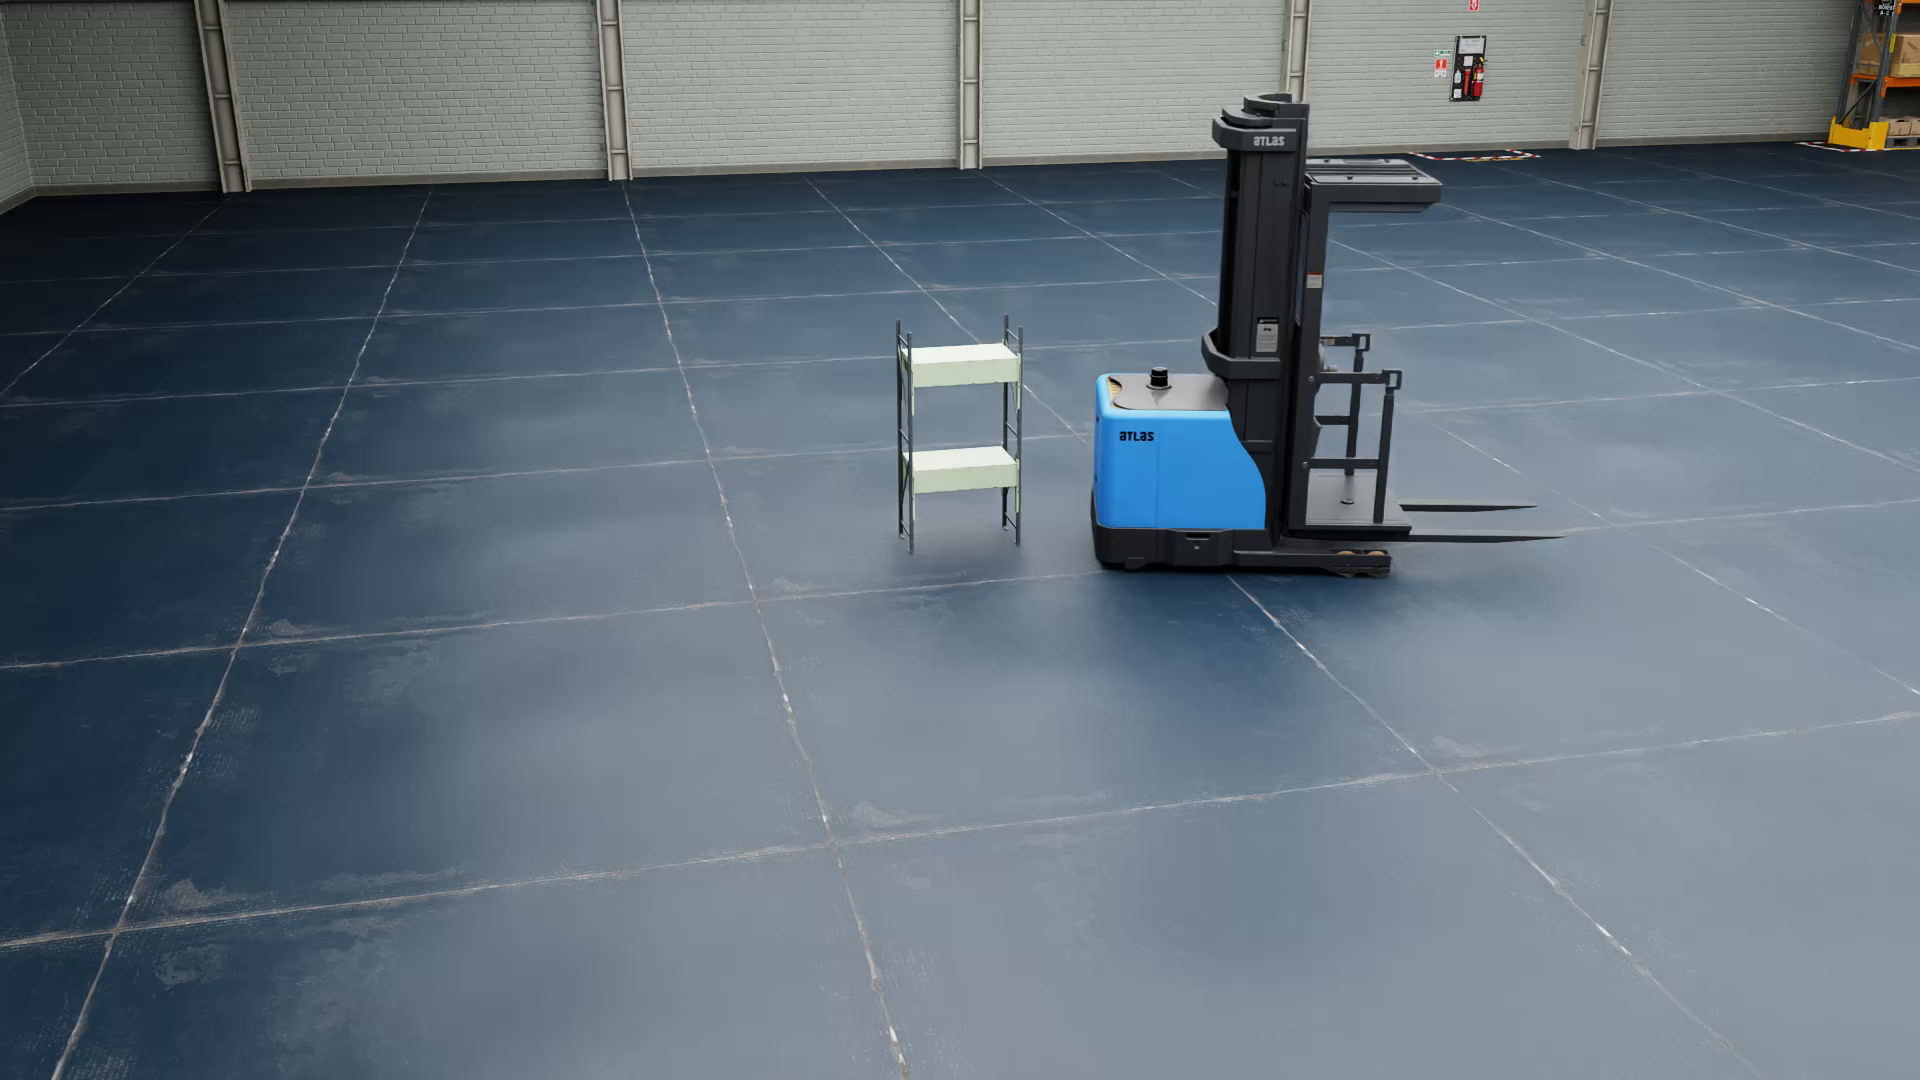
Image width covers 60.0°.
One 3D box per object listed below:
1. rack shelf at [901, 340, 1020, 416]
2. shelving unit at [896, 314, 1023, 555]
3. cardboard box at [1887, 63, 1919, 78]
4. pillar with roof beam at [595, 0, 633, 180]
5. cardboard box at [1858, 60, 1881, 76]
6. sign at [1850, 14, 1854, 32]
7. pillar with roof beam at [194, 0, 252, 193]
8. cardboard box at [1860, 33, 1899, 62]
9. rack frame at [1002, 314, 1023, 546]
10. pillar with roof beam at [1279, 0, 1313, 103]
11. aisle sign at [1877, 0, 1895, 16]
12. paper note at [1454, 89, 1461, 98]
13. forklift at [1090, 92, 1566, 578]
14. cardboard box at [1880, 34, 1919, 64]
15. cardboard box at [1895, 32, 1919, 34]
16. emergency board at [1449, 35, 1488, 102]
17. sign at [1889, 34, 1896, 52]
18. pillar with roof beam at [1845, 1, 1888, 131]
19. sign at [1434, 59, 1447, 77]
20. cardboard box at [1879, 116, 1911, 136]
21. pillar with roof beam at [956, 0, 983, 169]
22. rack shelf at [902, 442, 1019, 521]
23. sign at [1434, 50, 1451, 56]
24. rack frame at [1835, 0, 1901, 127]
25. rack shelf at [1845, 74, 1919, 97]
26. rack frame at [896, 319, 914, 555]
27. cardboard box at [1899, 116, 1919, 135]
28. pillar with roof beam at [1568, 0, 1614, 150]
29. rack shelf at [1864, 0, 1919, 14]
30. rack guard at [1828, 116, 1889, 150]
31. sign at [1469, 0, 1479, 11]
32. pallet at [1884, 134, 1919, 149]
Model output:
[{"bbox_3d":[-0.006,-1.070,10.921,0.720,0.370,0.431,-5,21,-12],"label":"rack shelf"},{"bbox_3d":[-0.006,-0.704,11.055,0.755,1.500,0.431,-5,21,-12],"label":"shelving unit"},{"bbox_3d":[17.743,-8.876,31.372,0.500,0.250,0.500,-5,21,-14],"label":"cardboard box"},{"bbox_3d":[-4.688,-8.826,22.325,0.400,9.000,9.100,-5,21,-12],"label":"pillar with roof beam"},{"bbox_3d":[17.605,-9.045,31.835,0.500,0.250,0.500,-4,21,-12],"label":"cardboard box"},{"bbox_3d":[17.087,-9.884,31.793,0.005,0.325,0.100,-5,21,-12],"label":"sign"},{"bbox_3d":[-10.527,-8.351,21.029,0.400,9.000,9.100,-5,21,-12],"label":"pillar with roof beam"},{"bbox_3d":[17.605,-9.404,31.724,0.500,0.500,0.500,-5,21,-13],"label":"cardboard box"},{"bbox_3d":[0.350,-0.733,11.134,0.023,1.500,0.400,-5,21,-12],"label":"rack frame"},{"bbox_3d":[6.990,-9.775,24.918,0.400,9.000,9.100,-5,21,-12],"label":"pillar with roof beam"},{"bbox_3d":[17.194,-10.119,30.798,0.004,0.787,0.394,-5,21,-12],"label":"aisle sign"},{"bbox_3d":[9.237,-8.287,30.857,0.142,0.148,0.016,-5,21,-12],"label":"paper note"},{"bbox_3d":[2.409,-1.323,10.665,3.031,2.935,1.130,1,20,2],"label":"forklift"},{"bbox_3d":[17.729,-9.233,31.257,0.500,0.500,0.500,-5,21,-12],"label":"cardboard box"},{"bbox_3d":[18.097,-9.440,31.824,0.500,0.500,0.500,-4,21,-12],"label":"cardboard box"},{"bbox_3d":[9.425,-8.692,30.681,0.643,1.169,0.194,-5,21,-12],"label":"emergency board"},{"bbox_3d":[17.320,-9.229,30.890,0.005,0.325,0.100,-5,21,-12],"label":"sign"},{"bbox_3d":[18.668,-10.725,27.511,0.400,9.000,9.100,-5,21,-12],"label":"pillar with roof beam"},{"bbox_3d":[8.863,-8.699,30.649,0.234,0.329,0.001,-5,21,-12],"label":"sign"},{"bbox_3d":[17.889,-7.973,31.989,0.500,0.311,0.500,-7,21,-19],"label":"cardboard box"},{"bbox_3d":[1.151,-9.301,23.621,0.400,9.000,9.100,-5,21,-12],"label":"pillar with roof beam"},{"bbox_3d":[-0.006,-0.398,11.167,0.720,0.370,0.431,-5,21,-12],"label":"rack shelf"},{"bbox_3d":[8.869,-8.945,30.551,0.331,0.109,0.001,-5,21,-12],"label":"sign"},{"bbox_3d":[17.195,-9.004,31.535,0.127,3.000,1.000,-5,21,-12],"label":"rack frame"},{"bbox_3d":[19.142,-8.825,32.091,4.000,0.370,1.077,-5,21,-12],"label":"rack shelf"},{"bbox_3d":[-0.363,-0.675,10.976,0.023,1.500,0.400,-5,21,-12],"label":"rack frame"},{"bbox_3d":[18.444,-8.018,32.112,0.500,0.311,0.500,-3,20,-8],"label":"cardboard box"},{"bbox_3d":[12.829,-10.250,26.214,0.400,9.000,9.100,-5,21,-12],"label":"pillar with roof beam"},{"bbox_3d":[19.142,-10.233,31.575,4.000,0.370,1.077,-5,21,-12],"label":"rack shelf"},{"bbox_3d":[17.269,-7.837,31.981,0.348,0.500,1.175,-5,21,-12],"label":"rack guard"},{"bbox_3d":[9.394,-9.813,30.371,0.199,0.298,0.001,-5,21,-12],"label":"sign"},{"bbox_3d":[18.068,-7.753,32.174,1.213,0.211,1.003,-5,21,-12],"label":"pallet"}]
